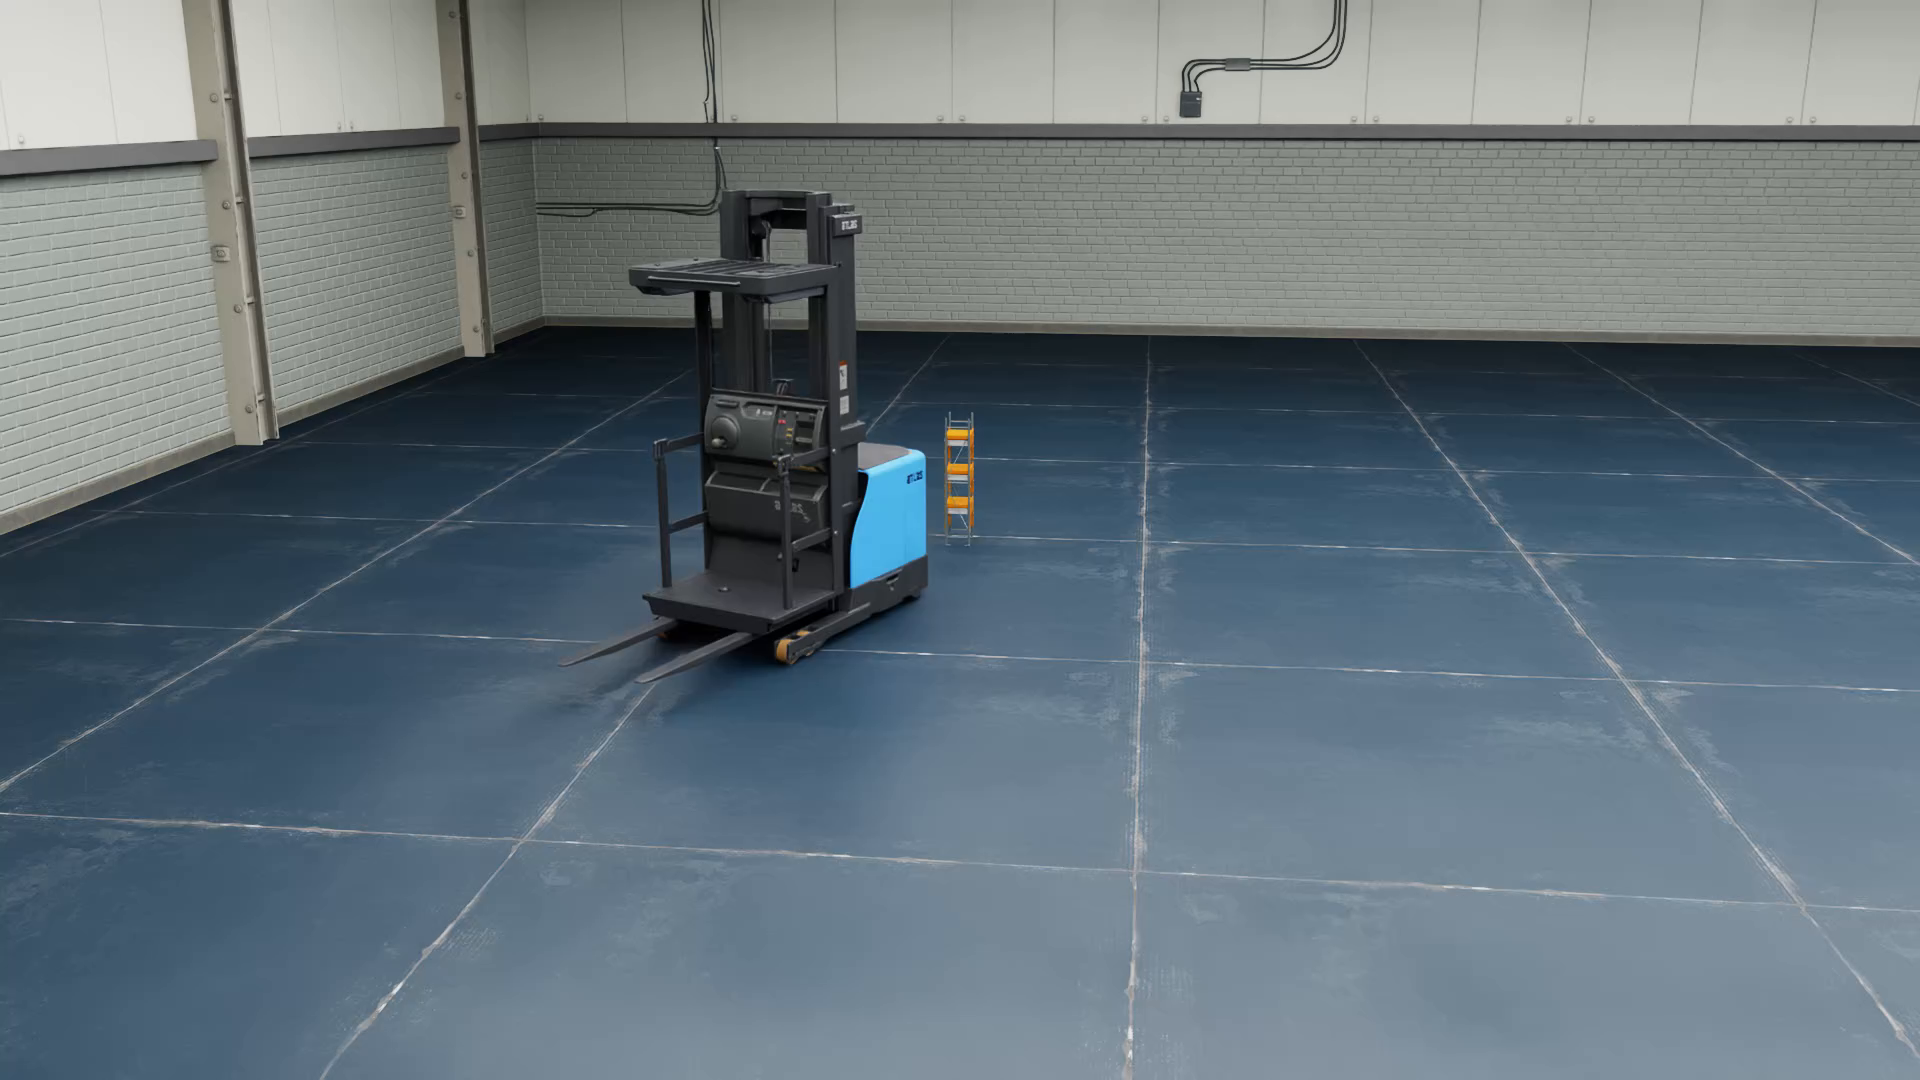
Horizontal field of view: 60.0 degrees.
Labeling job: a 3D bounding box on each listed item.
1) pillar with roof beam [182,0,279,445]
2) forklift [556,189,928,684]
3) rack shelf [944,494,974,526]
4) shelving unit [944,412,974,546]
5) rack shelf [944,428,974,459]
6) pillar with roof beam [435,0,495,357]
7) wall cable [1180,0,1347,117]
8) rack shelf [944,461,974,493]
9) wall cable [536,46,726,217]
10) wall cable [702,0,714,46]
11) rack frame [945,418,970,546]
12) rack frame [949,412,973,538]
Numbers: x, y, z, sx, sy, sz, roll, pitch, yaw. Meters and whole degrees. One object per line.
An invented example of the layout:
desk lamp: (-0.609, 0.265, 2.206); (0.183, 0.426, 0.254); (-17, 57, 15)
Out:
pillar with roof beam: (-3.134, -5.259, 15.870); (9.100, 9.000, 0.400); (2, 15, 6)
forklift: (-1.400, -0.750, 10.822); (1.130, 2.935, 3.031); (8, 17, 29)
rack shelf: (-0.006, -0.214, 13.549); (0.215, 0.259, 0.240); (2, 15, 6)
shelving unit: (-0.006, -0.493, 13.474); (0.215, 1.050, 0.252); (2, 15, 6)
rack shelf: (-0.006, -0.757, 13.402); (0.215, 0.259, 0.240); (2, 15, 6)
pillar with roof beam: (-2.457, -6.815, 21.625); (9.100, 9.000, 0.400); (2, 15, 6)
wall cable: (4.343, -9.025, 23.282); (2.305, 6.003, 0.169); (2, 15, 6)
rack shelf: (-0.006, -0.483, 13.476); (0.215, 0.259, 0.240); (2, 15, 6)
wall cable: (-5.088, -6.168, 25.181); (3.097, 2.526, 0.112); (2, 15, 6)
wall cable: (-2.400, -8.526, 24.227); (3.097, 2.526, 0.112); (2, 15, 6)
rack frame: (-0.020, -0.461, 13.357); (0.200, 1.050, 0.008); (2, 15, 6)
rack frame: (0.008, -0.525, 13.591); (0.200, 1.050, 0.008); (2, 15, 6)
